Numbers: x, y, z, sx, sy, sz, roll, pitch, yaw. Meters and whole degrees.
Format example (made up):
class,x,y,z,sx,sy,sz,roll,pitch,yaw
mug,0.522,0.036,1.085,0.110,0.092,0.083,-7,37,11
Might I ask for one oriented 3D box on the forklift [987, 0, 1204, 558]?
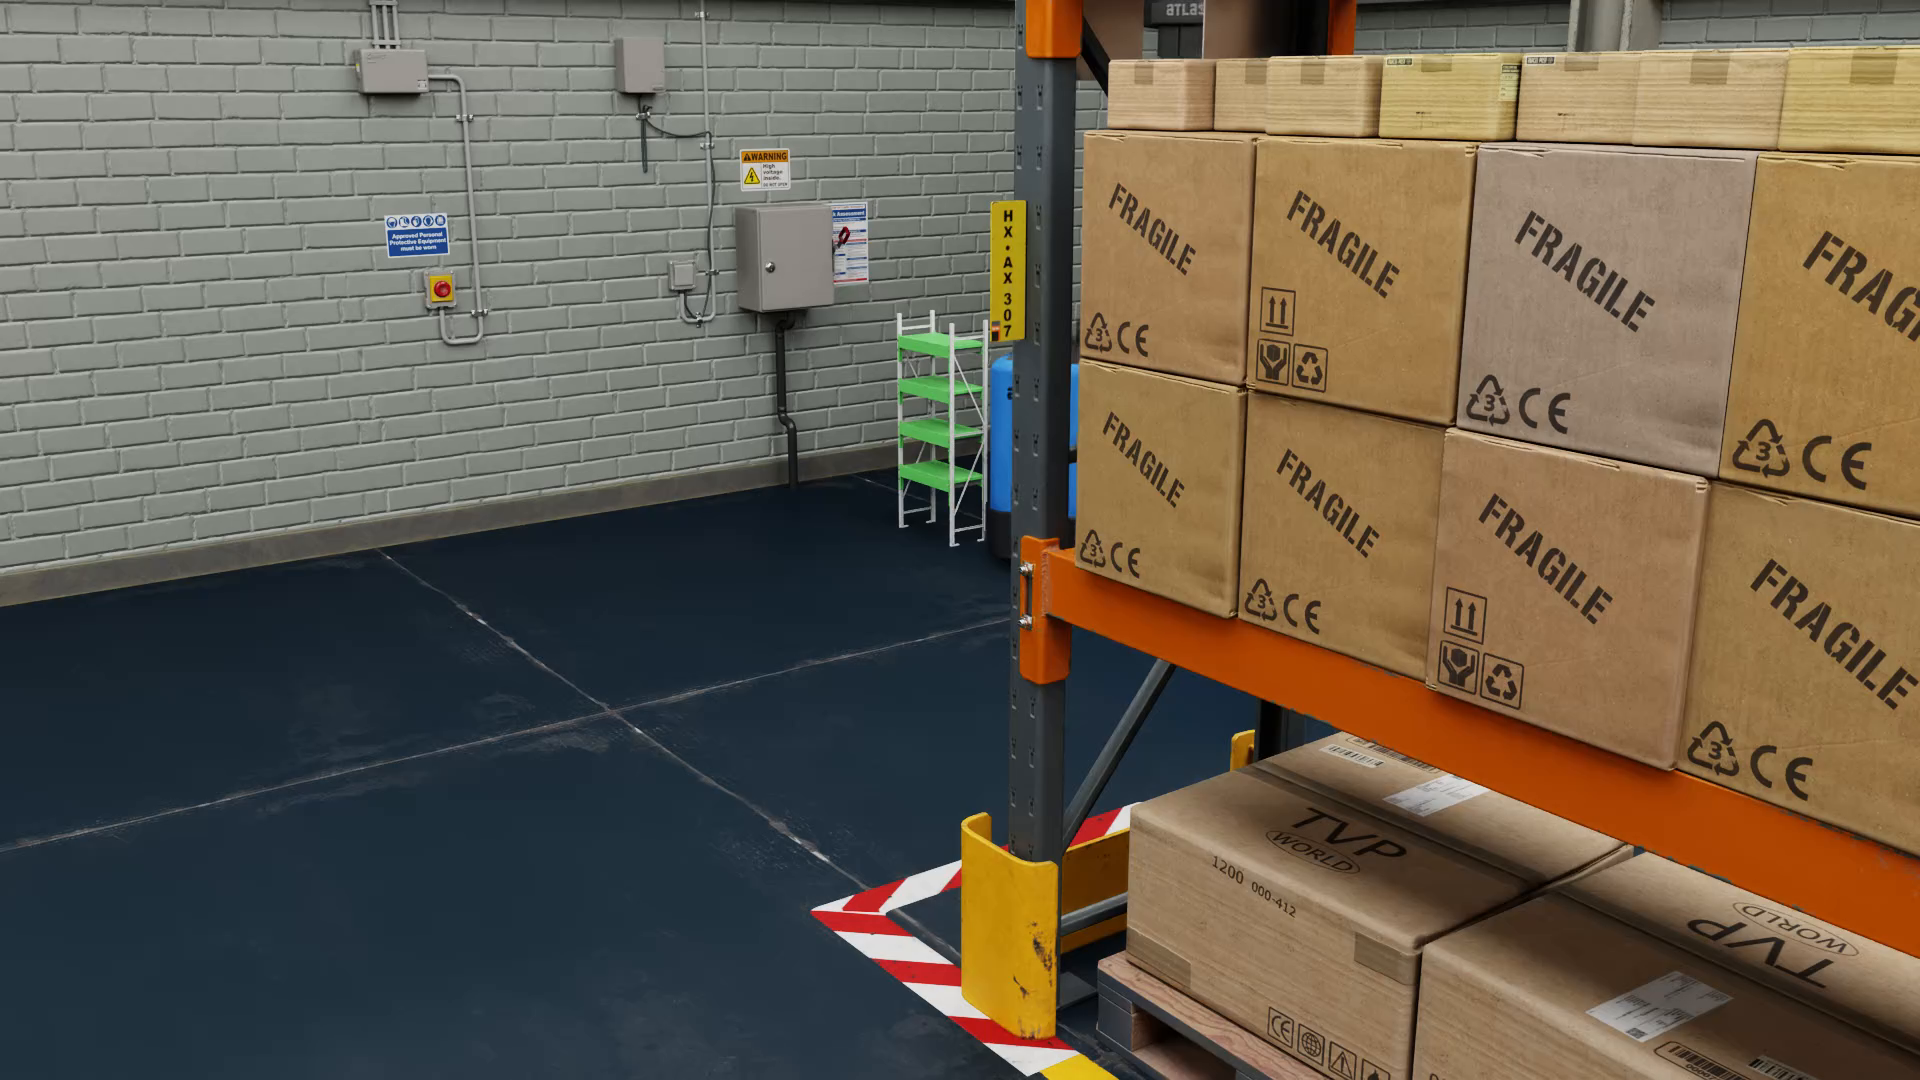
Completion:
class,x,y,z,sx,sy,sz,roll,pitch,yaw
forklift,1.714,-1.269,8.161,3.031,2.935,1.130,5,16,18

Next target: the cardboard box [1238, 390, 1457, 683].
class,x,y,z,sx,sy,sz,roll,pitch,yaw
cardboard box,0.935,-0.058,3.417,0.500,0.500,0.500,-11,19,-35

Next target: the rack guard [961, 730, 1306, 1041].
class,x,y,z,sx,sy,sz,roll,pitch,yaw
rack guard,0.551,0.940,4.695,1.175,0.500,0.348,-11,19,-35

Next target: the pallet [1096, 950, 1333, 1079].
class,x,y,z,sx,sy,sz,roll,pitch,yaw
pallet,1.099,1.243,4.135,1.003,0.211,1.213,-11,19,-35

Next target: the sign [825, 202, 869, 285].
class,x,y,z,sx,sy,sz,roll,pitch,yaw
sign,-0.706,-1.831,10.264,0.329,0.494,0.001,-11,19,-35

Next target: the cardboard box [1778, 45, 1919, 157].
class,x,y,z,sx,sy,sz,roll,pitch,yaw
cardboard box,1.428,-0.648,2.448,0.380,0.149,0.250,-11,19,-36

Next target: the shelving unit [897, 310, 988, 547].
class,x,y,z,sx,sy,sz,roll,pitch,yaw
shelving unit,-0.097,-0.614,9.047,0.258,1.200,0.503,-11,19,-35

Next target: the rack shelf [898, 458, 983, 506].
class,x,y,z,sx,sy,sz,roll,pitch,yaw
rack shelf,-0.097,-0.321,9.127,0.258,0.148,0.480,-11,19,-35

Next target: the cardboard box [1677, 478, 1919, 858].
class,x,y,z,sx,sy,sz,roll,pitch,yaw
cardboard box,1.528,0.158,2.629,0.500,0.500,0.500,-10,18,-33

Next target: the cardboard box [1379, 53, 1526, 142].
class,x,y,z,sx,sy,sz,roll,pitch,yaw
cardboard box,0.991,-0.814,3.055,0.380,0.149,0.250,-12,19,-36

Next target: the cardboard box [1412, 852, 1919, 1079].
class,x,y,z,sx,sy,sz,roll,pitch,yaw
cardboard box,1.579,1.092,3.462,0.875,0.438,0.875,-10,18,-33

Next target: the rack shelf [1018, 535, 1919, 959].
class,x,y,z,sx,sy,sz,roll,pitch,yaw
rack shelf,1.741,0.513,2.881,1.077,0.370,4.000,-11,19,-35

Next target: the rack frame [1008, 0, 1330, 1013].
class,x,y,z,sx,sy,sz,roll,pitch,yaw
rack frame,0.565,-0.261,4.346,1.000,3.000,0.127,-11,19,-35

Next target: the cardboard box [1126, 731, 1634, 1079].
class,x,y,z,sx,sy,sz,roll,pitch,yaw
cardboard box,1.034,0.898,4.171,0.875,0.438,0.875,-12,19,-36

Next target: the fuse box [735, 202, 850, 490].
class,x,y,z,sx,sy,sz,roll,pitch,yaw
fuse box,-0.984,-1.135,9.980,0.539,1.711,0.414,-11,19,-35

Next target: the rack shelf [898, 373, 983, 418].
class,x,y,z,sx,sy,sz,roll,pitch,yaw
rack shelf,-0.097,-0.784,9.000,0.258,0.148,0.480,-11,19,-35

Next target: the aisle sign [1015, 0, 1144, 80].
class,x,y,z,sx,sy,sz,roll,pitch,yaw
aisle sign,0.288,-1.485,3.895,0.394,0.787,0.004,-11,19,-35

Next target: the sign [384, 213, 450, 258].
class,x,y,z,sx,sy,sz,roll,pitch,yaw
sign,-2.844,-1.597,8.717,0.327,0.218,0.001,-11,19,-35

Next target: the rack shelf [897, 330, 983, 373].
class,x,y,z,sx,sy,sz,roll,pitch,yaw
rack shelf,-0.097,-1.015,8.937,0.258,0.148,0.480,-11,19,-35

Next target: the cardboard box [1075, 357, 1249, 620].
class,x,y,z,sx,sy,sz,roll,pitch,yaw
cardboard box,0.615,-0.162,3.796,0.500,0.500,0.500,-11,19,-35

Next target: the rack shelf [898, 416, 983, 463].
class,x,y,z,sx,sy,sz,roll,pitch,yaw
rack shelf,-0.097,-0.552,9.064,0.258,0.148,0.480,-11,19,-35

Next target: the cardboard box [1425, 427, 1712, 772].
class,x,y,z,sx,sy,sz,roll,pitch,yaw
cardboard box,1.220,0.053,3.010,0.500,0.500,0.500,-11,19,-35

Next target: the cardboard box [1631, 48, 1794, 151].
class,x,y,z,sx,sy,sz,roll,pitch,yaw
cardboard box,1.301,-0.706,2.661,0.380,0.149,0.250,-11,19,-34

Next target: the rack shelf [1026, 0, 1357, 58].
class,x,y,z,sx,sy,sz,roll,pitch,yaw
rack shelf,1.741,-0.933,2.485,1.077,0.370,4.000,-11,19,-35

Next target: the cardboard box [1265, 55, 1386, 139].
class,x,y,z,sx,sy,sz,roll,pitch,yaw
cardboard box,0.822,-0.867,3.250,0.380,0.149,0.250,-10,18,-33

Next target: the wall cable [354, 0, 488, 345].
class,x,y,z,sx,sy,sz,roll,pitch,yaw
wall cable,-2.769,-1.966,8.594,0.585,1.953,0.123,-11,19,-35

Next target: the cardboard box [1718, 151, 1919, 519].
class,x,y,z,sx,sy,sz,roll,pitch,yaw
cardboard box,1.530,-0.320,2.480,0.500,0.500,0.500,-11,19,-34

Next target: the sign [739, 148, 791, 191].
class,x,y,z,sx,sy,sz,roll,pitch,yaw
sign,-1.150,-2.190,9.831,0.339,0.242,0.001,-11,19,-35

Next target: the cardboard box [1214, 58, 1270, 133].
class,x,y,z,sx,sy,sz,roll,pitch,yaw
cardboard box,0.762,-0.940,3.518,0.380,0.149,0.250,-10,18,-33

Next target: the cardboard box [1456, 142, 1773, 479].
class,x,y,z,sx,sy,sz,roll,pitch,yaw
cardboard box,1.236,-0.427,2.869,0.500,0.500,0.500,-11,19,-35

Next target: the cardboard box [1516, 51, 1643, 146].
class,x,y,z,sx,sy,sz,roll,pitch,yaw
cardboard box,1.188,-0.766,2.880,0.380,0.149,0.250,-11,19,-34

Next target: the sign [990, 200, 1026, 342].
class,x,y,z,sx,sy,sz,roll,pitch,yaw
sign,0.113,-0.632,3.912,0.100,0.325,0.005,-11,19,-35

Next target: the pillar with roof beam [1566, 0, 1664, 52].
class,x,y,z,sx,sy,sz,roll,pitch,yaw
pillar with roof beam,0.240,-3.973,6.546,9.100,9.000,0.400,-11,19,-35

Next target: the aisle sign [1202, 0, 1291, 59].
class,x,y,z,sx,sy,sz,roll,pitch,yaw
aisle sign,0.774,-1.578,4.235,0.394,0.787,0.004,-11,19,-35

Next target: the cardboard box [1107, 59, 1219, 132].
class,x,y,z,sx,sy,sz,roll,pitch,yaw
cardboard box,0.550,-0.985,3.682,0.380,0.149,0.250,-10,18,-33

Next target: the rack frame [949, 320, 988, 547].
class,x,y,z,sx,sy,sz,roll,pitch,yaw
rack frame,0.046,-0.562,8.856,0.240,1.200,0.015,-11,19,-35

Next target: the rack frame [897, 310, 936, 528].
class,x,y,z,sx,sy,sz,roll,pitch,yaw
rack frame,-0.241,-0.666,9.237,0.240,1.200,0.015,-11,19,-35

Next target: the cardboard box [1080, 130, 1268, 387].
class,x,y,z,sx,sy,sz,roll,pitch,yaw
cardboard box,0.617,-0.644,3.665,0.500,0.500,0.500,-11,19,-36
